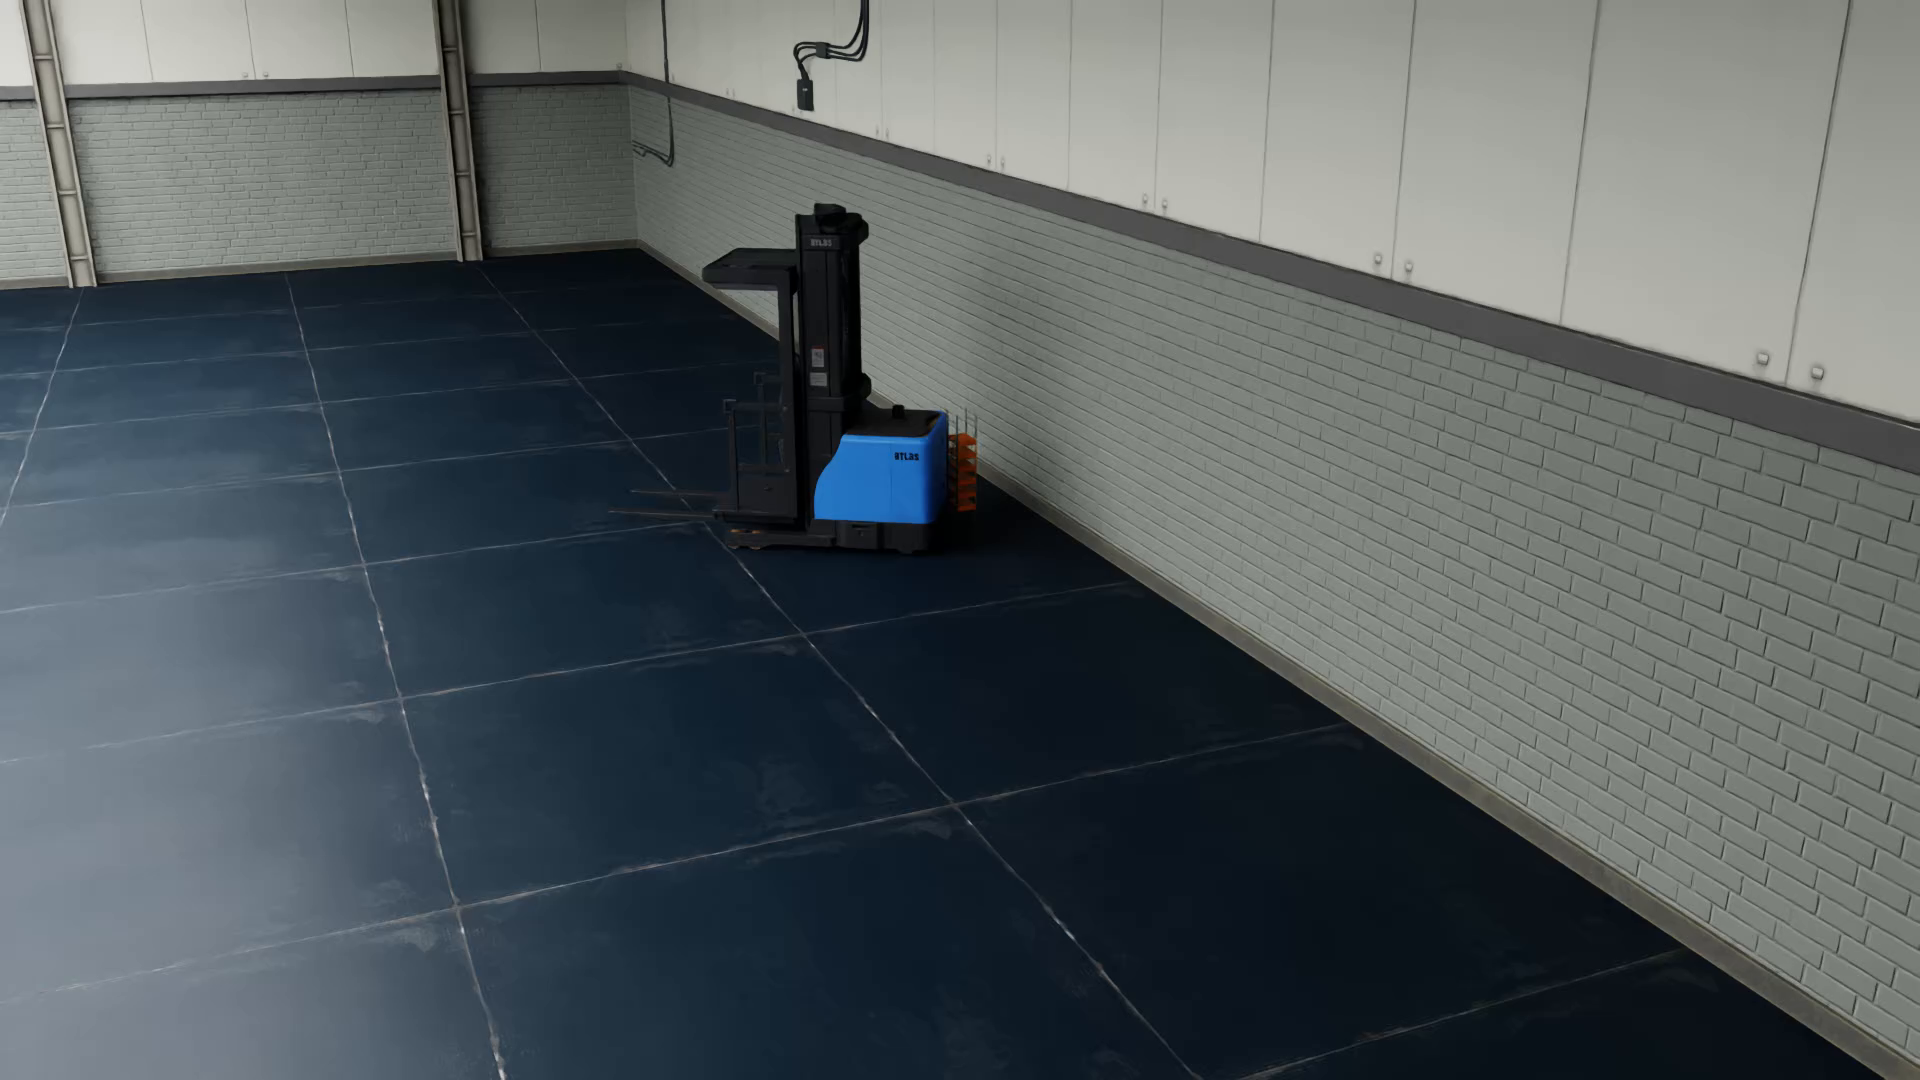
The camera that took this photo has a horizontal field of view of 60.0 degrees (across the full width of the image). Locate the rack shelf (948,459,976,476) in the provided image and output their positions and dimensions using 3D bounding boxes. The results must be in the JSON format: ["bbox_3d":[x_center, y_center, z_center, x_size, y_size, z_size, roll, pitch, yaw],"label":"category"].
[{"bbox_3d":[0.013,-0.639,14.803,0.180,0.103,0.258,-8,21,-22],"label":"rack shelf"}]

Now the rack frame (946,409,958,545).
[{"bbox_3d":[-0.071,-0.556,14.794,0.006,1.200,0.240,-8,21,-22],"label":"rack frame"}]

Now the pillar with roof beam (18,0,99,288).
[{"bbox_3d":[-12.288,-6.997,21.345,0.400,9.000,9.100,-8,21,-22],"label":"pillar with roof beam"}]

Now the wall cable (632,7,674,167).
[{"bbox_3d":[-5.255,-7.619,27.786,0.112,2.526,3.097,-8,21,-22],"label":"wall cable"}]

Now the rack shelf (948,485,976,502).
[{"bbox_3d":[0.013,-0.413,14.883,0.180,0.103,0.258,-8,21,-22],"label":"rack shelf"}]

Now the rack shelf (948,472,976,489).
[{"bbox_3d":[0.013,-0.526,14.843,0.180,0.103,0.258,-8,21,-22],"label":"rack shelf"}]

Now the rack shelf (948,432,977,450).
[{"bbox_3d":[0.013,-0.866,14.723,0.180,0.103,0.258,-8,21,-22],"label":"rack shelf"}]

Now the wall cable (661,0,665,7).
[{"bbox_3d":[-4.183,-9.176,24.604,0.112,2.526,3.097,-8,21,-22],"label":"wall cable"}]

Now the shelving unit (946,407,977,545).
[{"bbox_3d":[0.013,-0.568,14.828,0.189,1.200,0.258,-8,21,-22],"label":"shelving unit"}]

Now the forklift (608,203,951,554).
[{"bbox_3d":[-1.649,-1.466,14.773,3.031,2.935,1.130,3,20,8],"label":"forklift"}]

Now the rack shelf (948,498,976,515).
[{"bbox_3d":[0.013,-0.300,14.923,0.180,0.103,0.258,-8,21,-22],"label":"rack shelf"}]

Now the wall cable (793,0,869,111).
[{"bbox_3d":[-1.509,-7.790,18.477,0.169,6.003,2.305,-8,21,-22],"label":"wall cable"}]

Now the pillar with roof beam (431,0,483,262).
[{"bbox_3d":[-6.779,-7.786,23.586,0.400,9.000,9.100,-8,21,-22],"label":"pillar with roof beam"}]

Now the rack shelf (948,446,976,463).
[{"bbox_3d":[0.013,-0.752,14.763,0.180,0.103,0.258,-8,21,-22],"label":"rack shelf"}]

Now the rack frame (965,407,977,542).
[{"bbox_3d":[0.097,-0.580,14.862,0.006,1.200,0.240,-8,21,-22],"label":"rack frame"}]
